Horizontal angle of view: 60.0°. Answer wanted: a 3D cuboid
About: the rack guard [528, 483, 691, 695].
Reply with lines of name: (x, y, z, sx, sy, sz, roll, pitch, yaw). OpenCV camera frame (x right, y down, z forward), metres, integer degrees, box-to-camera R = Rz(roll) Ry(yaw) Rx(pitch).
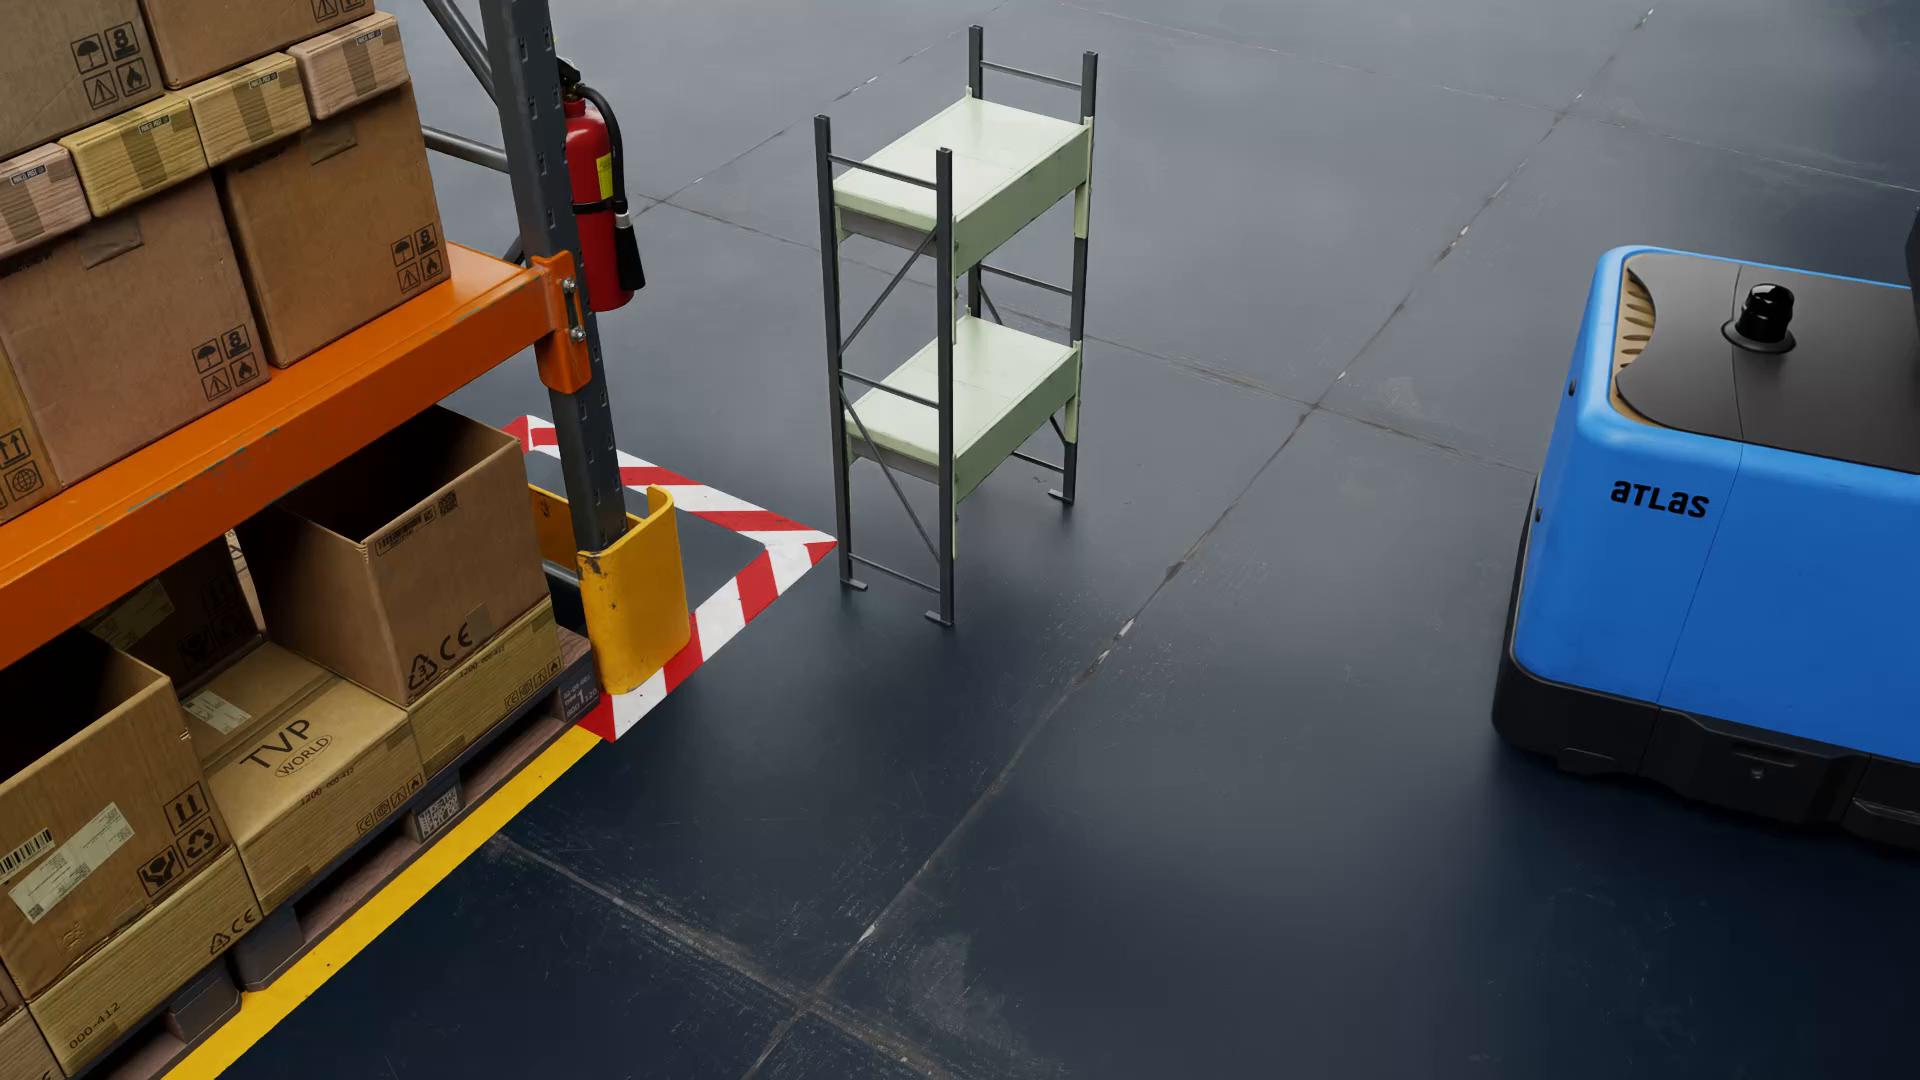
rack guard: (-1.350, -0.025, 4.873, 1.175, 0.500, 0.348, 21, 42, 25)

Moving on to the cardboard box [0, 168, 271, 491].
cardboard box: (-1.901, -0.534, 3.404, 0.700, 0.500, 0.500, 22, 43, 26)

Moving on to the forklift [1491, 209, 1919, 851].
forklift: (3.010, -0.549, 3.562, 3.031, 2.935, 1.130, 13, 39, 16)

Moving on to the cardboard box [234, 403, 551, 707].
cardboard box: (-1.399, -0.004, 4.092, 0.500, 0.500, 0.500, 21, 42, 25)

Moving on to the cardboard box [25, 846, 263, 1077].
cardboard box: (-1.925, 0.813, 3.647, 0.500, 0.250, 0.500, 21, 42, 25)

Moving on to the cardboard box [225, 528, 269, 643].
cardboard box: (-1.838, 0.123, 4.541, 0.500, 0.250, 0.500, 21, 42, 25)

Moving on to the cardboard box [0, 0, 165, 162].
cardboard box: (-1.929, -1.020, 2.971, 0.700, 0.500, 0.500, 20, 42, 24)

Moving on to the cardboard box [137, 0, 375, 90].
cardboard box: (-1.652, -1.293, 3.325, 0.700, 0.500, 0.500, 21, 42, 25)

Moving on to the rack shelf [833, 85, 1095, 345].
rack shelf: (0.004, -0.907, 4.558, 0.431, 0.370, 0.720, 21, 42, 25)

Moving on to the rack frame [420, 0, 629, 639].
rack frame: (-1.363, -1.003, 4.094, 1.000, 3.000, 0.127, 21, 42, 25)

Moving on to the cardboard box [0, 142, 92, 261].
cardboard box: (-1.819, -0.644, 3.015, 0.380, 0.149, 0.250, 22, 43, 26)

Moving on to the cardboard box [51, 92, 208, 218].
cardboard box: (-1.683, -0.773, 3.183, 0.380, 0.149, 0.250, 21, 42, 24)

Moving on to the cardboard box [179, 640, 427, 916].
cardboard box: (-1.659, 0.554, 3.982, 0.500, 0.250, 0.500, 21, 42, 25)

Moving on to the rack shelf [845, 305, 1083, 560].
rack shelf: (0.004, -0.339, 4.996, 0.431, 0.370, 0.720, 21, 42, 25)

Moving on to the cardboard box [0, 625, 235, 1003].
cardboard box: (-1.922, 0.517, 3.417, 0.500, 0.500, 0.500, 21, 42, 25)

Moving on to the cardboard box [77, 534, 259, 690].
cardboard box: (-2.104, 0.085, 3.977, 0.500, 0.500, 0.500, 21, 42, 25)

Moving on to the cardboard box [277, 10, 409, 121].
cardboard box: (-1.407, -1.040, 3.529, 0.380, 0.149, 0.250, 20, 42, 24)

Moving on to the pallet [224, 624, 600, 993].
pallet: (-1.737, 0.509, 4.416, 1.003, 0.211, 1.213, 21, 42, 25)

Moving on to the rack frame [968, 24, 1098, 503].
rack frame: (0.200, -0.786, 5.041, 0.400, 1.500, 0.023, 21, 42, 25)

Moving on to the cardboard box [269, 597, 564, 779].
cardboard box: (-1.401, 0.293, 4.321, 0.500, 0.250, 0.500, 21, 42, 25)

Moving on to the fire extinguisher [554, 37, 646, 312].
fire extinguisher: (-0.907, -0.881, 4.000, 0.296, 0.674, 0.183, 21, 42, 25)

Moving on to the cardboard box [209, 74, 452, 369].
cardboard box: (-1.624, -0.806, 3.757, 0.700, 0.500, 0.500, 21, 42, 25)

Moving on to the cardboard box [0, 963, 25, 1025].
cardboard box: (-2.191, 0.774, 3.083, 0.500, 0.500, 0.500, 21, 42, 25)

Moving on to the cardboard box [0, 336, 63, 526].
cardboard box: (-2.172, -0.280, 3.074, 0.700, 0.500, 0.500, 21, 43, 25)

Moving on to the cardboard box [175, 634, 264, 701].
cardboard box: (-2.103, 0.382, 4.205, 0.500, 0.250, 0.500, 21, 42, 25)

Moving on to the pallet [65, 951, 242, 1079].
pallet: (-2.392, 1.136, 3.604, 1.003, 0.211, 1.213, 21, 42, 25)

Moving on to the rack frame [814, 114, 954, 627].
rack frame: (-0.193, -0.409, 4.552, 0.400, 1.500, 0.023, 21, 42, 25)

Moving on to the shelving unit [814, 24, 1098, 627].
shelving unit: (0.004, -0.597, 4.797, 0.431, 1.500, 0.755, 21, 42, 25)

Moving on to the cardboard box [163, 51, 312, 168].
cardboard box: (-1.546, -0.905, 3.354, 0.380, 0.149, 0.250, 22, 43, 26)

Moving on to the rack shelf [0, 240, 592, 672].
rack shelf: (-2.435, 0.313, 2.976, 1.077, 0.370, 4.000, 21, 42, 25)

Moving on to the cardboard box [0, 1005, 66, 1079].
cardboard box: (-2.194, 1.070, 3.313, 0.500, 0.250, 0.500, 21, 42, 25)
